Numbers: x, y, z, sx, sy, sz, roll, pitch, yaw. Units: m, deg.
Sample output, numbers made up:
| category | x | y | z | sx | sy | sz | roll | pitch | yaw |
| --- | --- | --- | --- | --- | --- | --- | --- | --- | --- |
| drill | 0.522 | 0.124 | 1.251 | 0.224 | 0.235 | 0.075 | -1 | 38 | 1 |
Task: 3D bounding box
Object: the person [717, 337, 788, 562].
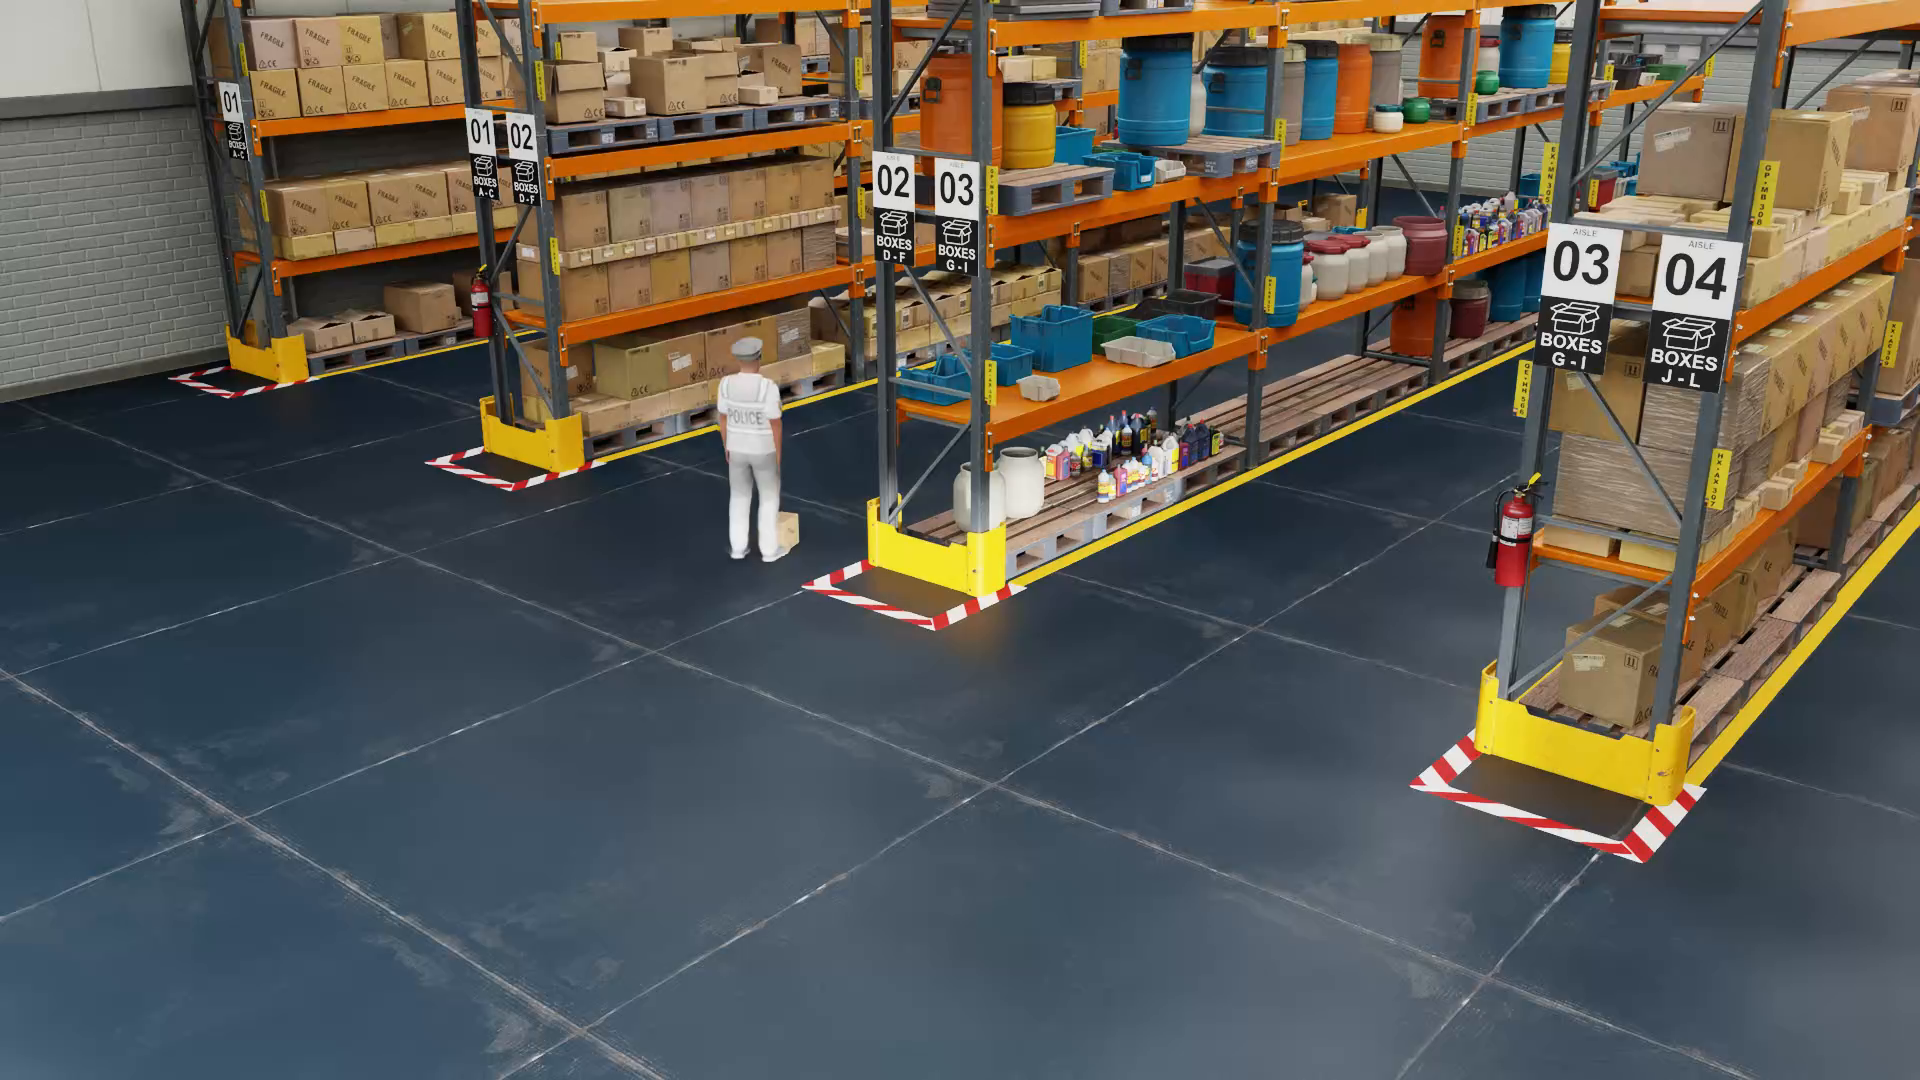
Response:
| category | x | y | z | sx | sy | sz | roll | pitch | yaw |
| --- | --- | --- | --- | --- | --- | --- | --- | --- | --- |
| person | -1.607 | -0.699 | 12.969 | 0.534 | 1.786 | 0.393 | 6 | 21 | 17 |
